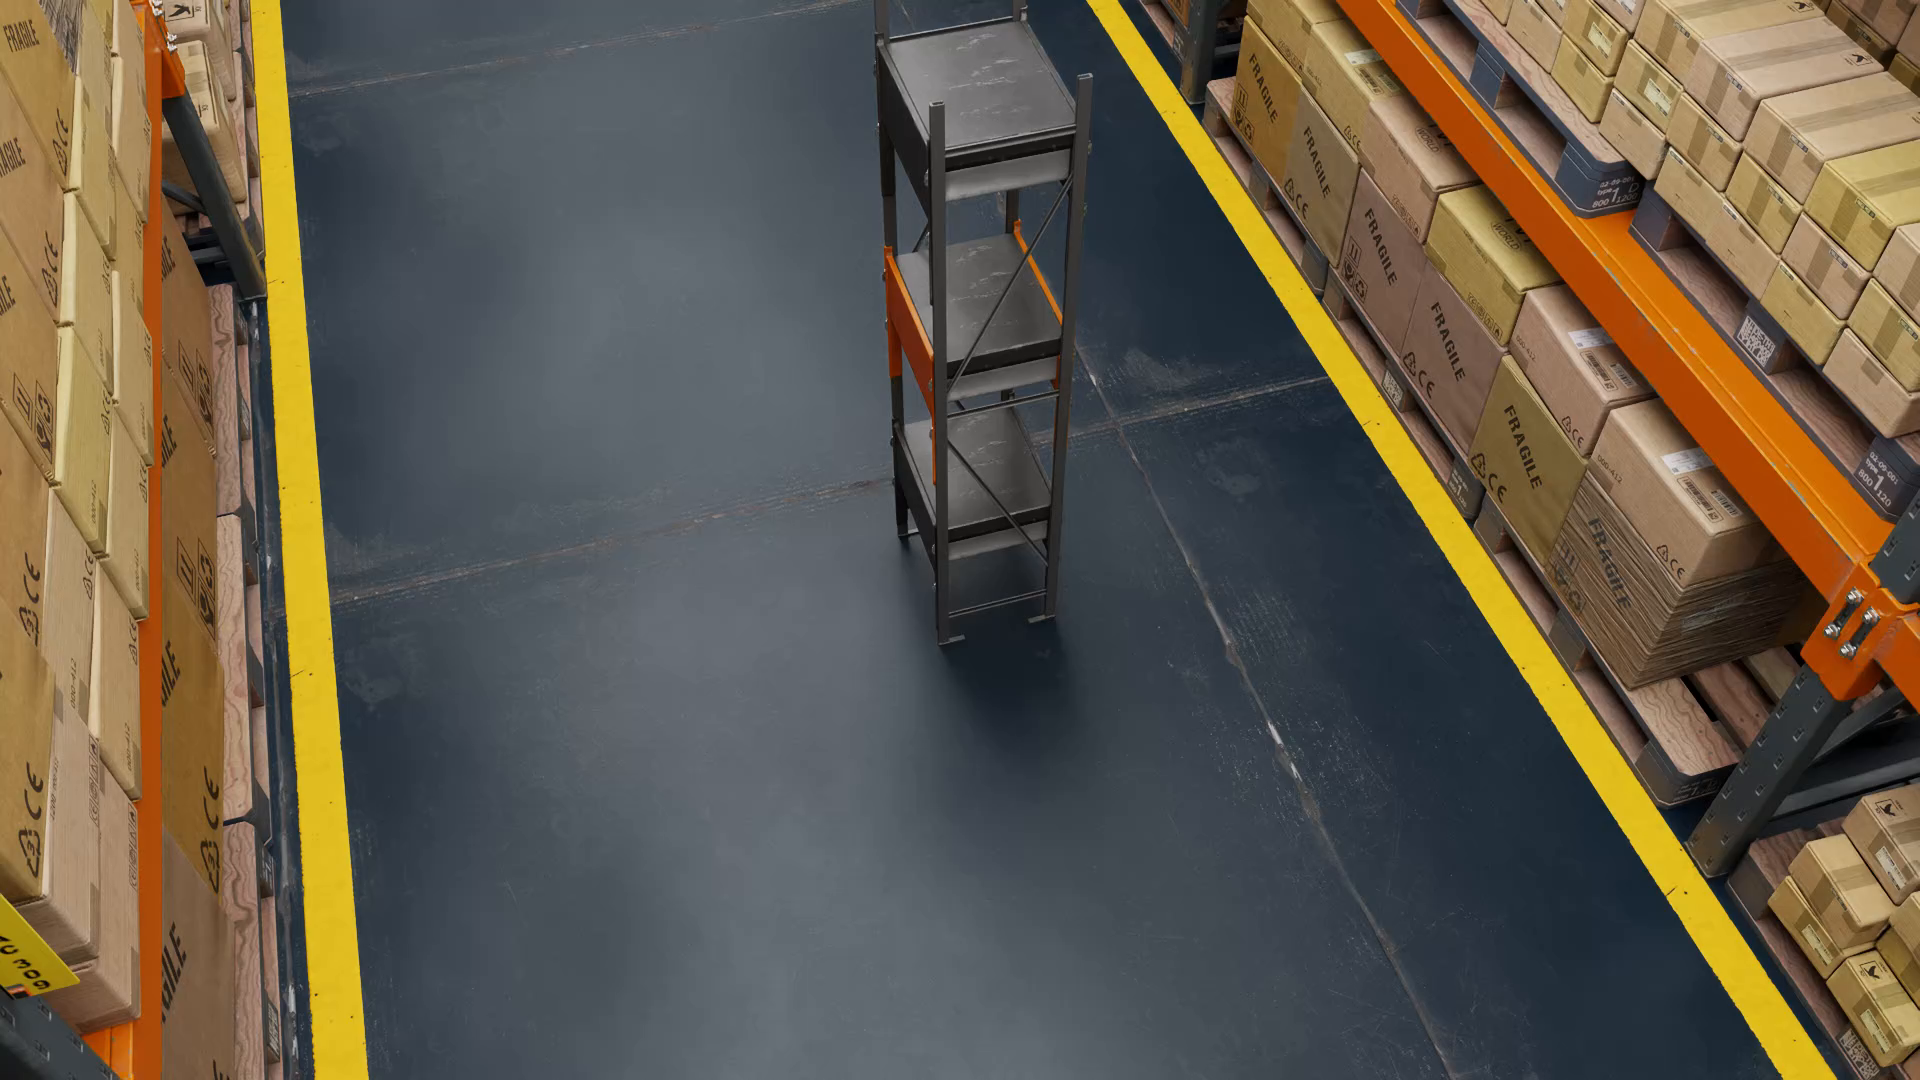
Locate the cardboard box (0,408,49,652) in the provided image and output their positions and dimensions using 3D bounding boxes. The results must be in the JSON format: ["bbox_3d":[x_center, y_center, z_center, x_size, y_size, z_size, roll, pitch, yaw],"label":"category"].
[{"bbox_3d":[-2.072,-0.034,3.098,0.500,0.500,0.500,-14,51,-11],"label":"cardboard box"}]

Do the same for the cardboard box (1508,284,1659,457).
[{"bbox_3d":[2.058,-0.558,5.128,0.500,0.250,0.500,-11,51,-9],"label":"cardboard box"}]

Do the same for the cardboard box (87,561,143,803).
[{"bbox_3d":[-2.072,0.362,3.581,0.500,0.250,0.500,-14,51,-12],"label":"cardboard box"}]

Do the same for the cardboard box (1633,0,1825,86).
[{"bbox_3d":[2.052,-1.373,4.446,0.380,0.149,0.250,-15,51,-12],"label":"cardboard box"}]

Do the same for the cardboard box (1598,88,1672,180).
[{"bbox_3d":[2.042,-1.178,4.671,0.380,0.149,0.250,-15,52,-13],"label":"cardboard box"}]

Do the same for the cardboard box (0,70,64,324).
[{"bbox_3d":[-2.377,-0.777,3.724,0.500,0.500,0.500,-14,51,-12],"label":"cardboard box"}]

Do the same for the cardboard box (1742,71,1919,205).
[{"bbox_3d":[2.199,-1.001,4.133,0.380,0.149,0.250,-15,51,-12],"label":"cardboard box"}]

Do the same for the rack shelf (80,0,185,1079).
[{"bbox_3d":[-2.631,-0.157,4.391,1.077,0.370,4.000,-13,51,-11],"label":"rack shelf"}]

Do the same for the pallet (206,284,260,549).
[{"bbox_3d":[-3.061,-0.358,5.914,1.003,0.211,1.213,-13,51,-11],"label":"pallet"}]

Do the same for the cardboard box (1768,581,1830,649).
[{"bbox_3d":[2.694,-0.050,5.191,0.500,0.500,0.500,-12,51,-10],"label":"cardboard box"}]

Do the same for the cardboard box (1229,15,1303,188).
[{"bbox_3d":[1.442,-1.798,6.664,0.500,0.500,0.500,-15,52,-13],"label":"cardboard box"}]

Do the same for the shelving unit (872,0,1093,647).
[{"bbox_3d":[0.049,-0.556,4.845,0.431,2.100,0.503,-13,51,-11],"label":"shelving unit"}]

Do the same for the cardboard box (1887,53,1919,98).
[{"bbox_3d":[2.750,-1.230,4.520,0.380,0.149,0.250,-15,52,-13],"label":"cardboard box"}]

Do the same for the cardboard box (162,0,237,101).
[{"bbox_3d":[-3.606,-2.090,6.994,0.950,0.372,0.625,-14,51,-12],"label":"cardboard box"}]

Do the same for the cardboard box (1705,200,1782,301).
[{"bbox_3d":[2.204,-0.793,4.346,0.380,0.149,0.250,-13,51,-11],"label":"cardboard box"}]

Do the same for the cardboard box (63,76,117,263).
[{"bbox_3d":[-2.510,-0.923,4.337,0.500,0.250,0.500,-15,51,-12],"label":"cardboard box"}]

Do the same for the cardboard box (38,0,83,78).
[{"bbox_3d":[-2.660,-1.513,4.344,0.500,0.500,0.500,-13,51,-10],"label":"cardboard box"}]

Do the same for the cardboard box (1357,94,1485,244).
[{"bbox_3d":[1.733,-1.321,5.771,0.500,0.250,0.500,-13,51,-11],"label":"cardboard box"}]

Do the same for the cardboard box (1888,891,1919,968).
[{"bbox_3d":[2.588,0.984,4.160,0.380,0.149,0.250,-11,51,-9],"label":"cardboard box"}]

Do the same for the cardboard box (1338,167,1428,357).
[{"bbox_3d":[1.750,-1.058,6.040,0.500,0.500,0.500,-14,51,-12],"label":"cardboard box"}]

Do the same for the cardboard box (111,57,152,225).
[{"bbox_3d":[-2.659,-1.121,4.831,0.500,0.250,0.500,-12,51,-10],"label":"cardboard box"}]

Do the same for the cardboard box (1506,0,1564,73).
[{"bbox_3d":[1.886,-1.566,4.998,0.380,0.149,0.250,-15,51,-12],"label":"cardboard box"}]

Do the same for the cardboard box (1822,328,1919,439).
[{"bbox_3d":[2.353,-0.421,4.032,0.380,0.149,0.250,-14,51,-12],"label":"cardboard box"}]

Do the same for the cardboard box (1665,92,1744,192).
[{"bbox_3d":[2.118,-1.090,4.402,0.380,0.149,0.250,-15,51,-12],"label":"cardboard box"}]

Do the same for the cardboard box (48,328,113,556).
[{"bbox_3d":[-2.205,-0.175,3.707,0.500,0.250,0.500,-13,51,-11],"label":"cardboard box"}]

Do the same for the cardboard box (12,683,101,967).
[{"bbox_3d":[-1.900,0.574,3.075,0.500,0.250,0.500,-15,51,-12],"label":"cardboard box"}]

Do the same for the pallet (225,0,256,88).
[{"bbox_3d":[-3.809,-2.411,7.645,1.003,0.211,1.213,-13,51,-11],"label":"pallet"}]

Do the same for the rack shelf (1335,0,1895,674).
[{"bbox_3d":[2.068,-1.350,5.397,1.077,0.370,4.000,-13,51,-11],"label":"rack shelf"}]

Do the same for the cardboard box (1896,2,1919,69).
[{"bbox_3d":[2.749,-1.332,4.411,0.380,0.149,0.250,-14,51,-11],"label":"cardboard box"}]

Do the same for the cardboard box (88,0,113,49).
[{"bbox_3d":[-2.836,-1.666,4.964,0.500,0.250,0.500,-13,51,-11],"label":"cardboard box"}]

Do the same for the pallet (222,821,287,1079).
[{"bbox_3d":[-2.340,1.424,4.411,1.003,0.211,1.213,-13,51,-11],"label":"pallet"}]

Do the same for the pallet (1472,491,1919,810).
[{"bbox_3d":[2.428,0.209,5.435,1.003,0.211,1.213,-13,51,-11],"label":"pallet"}]

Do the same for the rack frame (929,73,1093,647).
[{"bbox_3d":[0.121,-0.378,4.695,0.400,2.100,0.015,-13,51,-11],"label":"rack frame"}]

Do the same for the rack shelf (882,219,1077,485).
[{"bbox_3d":[0.049,-0.547,4.856,0.431,0.518,0.480,-13,51,-11],"label":"rack shelf"}]

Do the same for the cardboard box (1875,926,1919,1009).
[{"bbox_3d":[2.621,1.068,4.283,0.380,0.149,0.250,-13,51,-11],"label":"cardboard box"}]

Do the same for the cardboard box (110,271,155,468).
[{"bbox_3d":[-2.347,-0.383,4.209,0.500,0.250,0.500,-14,51,-12],"label":"cardboard box"}]

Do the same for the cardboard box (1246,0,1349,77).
[{"bbox_3d":[1.449,-2.056,6.391,0.500,0.250,0.500,-15,52,-13],"label":"cardboard box"}]

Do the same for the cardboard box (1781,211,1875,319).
[{"bbox_3d":[2.274,-0.709,4.081,0.380,0.149,0.250,-13,51,-11],"label":"cardboard box"}]

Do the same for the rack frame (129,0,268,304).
[{"bbox_3d":[-3.222,-1.849,5.347,1.000,3.000,0.127,-13,51,-11],"label":"rack frame"}]

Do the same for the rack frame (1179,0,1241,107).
[{"bbox_3d":[1.476,-3.043,6.353,1.000,3.000,0.127,-13,51,-11],"label":"rack frame"}]

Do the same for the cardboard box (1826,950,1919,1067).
[{"bbox_3d":[2.539,1.195,4.370,0.380,0.149,0.250,-12,51,-10],"label":"cardboard box"}]

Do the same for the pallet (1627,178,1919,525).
[{"bbox_3d":[2.572,-0.650,4.462,1.003,0.211,1.213,-13,51,-11],"label":"pallet"}]

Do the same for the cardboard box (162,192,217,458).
[{"bbox_3d":[-3.097,-0.777,5.558,0.875,0.875,0.875,-14,51,-11],"label":"cardboard box"}]

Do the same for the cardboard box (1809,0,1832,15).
[{"bbox_3d":[2.589,-1.620,4.849,0.380,0.149,0.250,-14,51,-12],"label":"cardboard box"}]

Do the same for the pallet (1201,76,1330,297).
[{"bbox_3d":[1.706,-1.573,6.938,1.003,0.211,1.213,-13,51,-11],"label":"pallet"}]

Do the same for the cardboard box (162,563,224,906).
[{"bbox_3d":[-2.574,0.529,4.457,0.875,0.875,0.875,-12,51,-10],"label":"cardboard box"}]

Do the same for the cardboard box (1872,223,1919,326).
[{"bbox_3d":[2.354,-0.616,3.808,0.380,0.149,0.250,-11,51,-9],"label":"cardboard box"}]

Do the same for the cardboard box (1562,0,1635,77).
[{"bbox_3d":[1.960,-1.479,4.730,0.380,0.149,0.250,-13,51,-11],"label":"cardboard box"}]

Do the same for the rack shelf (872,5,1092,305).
[{"bbox_3d":[0.049,-0.998,4.321,0.431,0.518,0.480,-13,51,-11],"label":"rack shelf"}]

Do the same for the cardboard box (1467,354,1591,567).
[{"bbox_3d":[2.048,-0.309,5.409,0.500,0.500,0.500,-14,51,-12],"label":"cardboard box"}]
